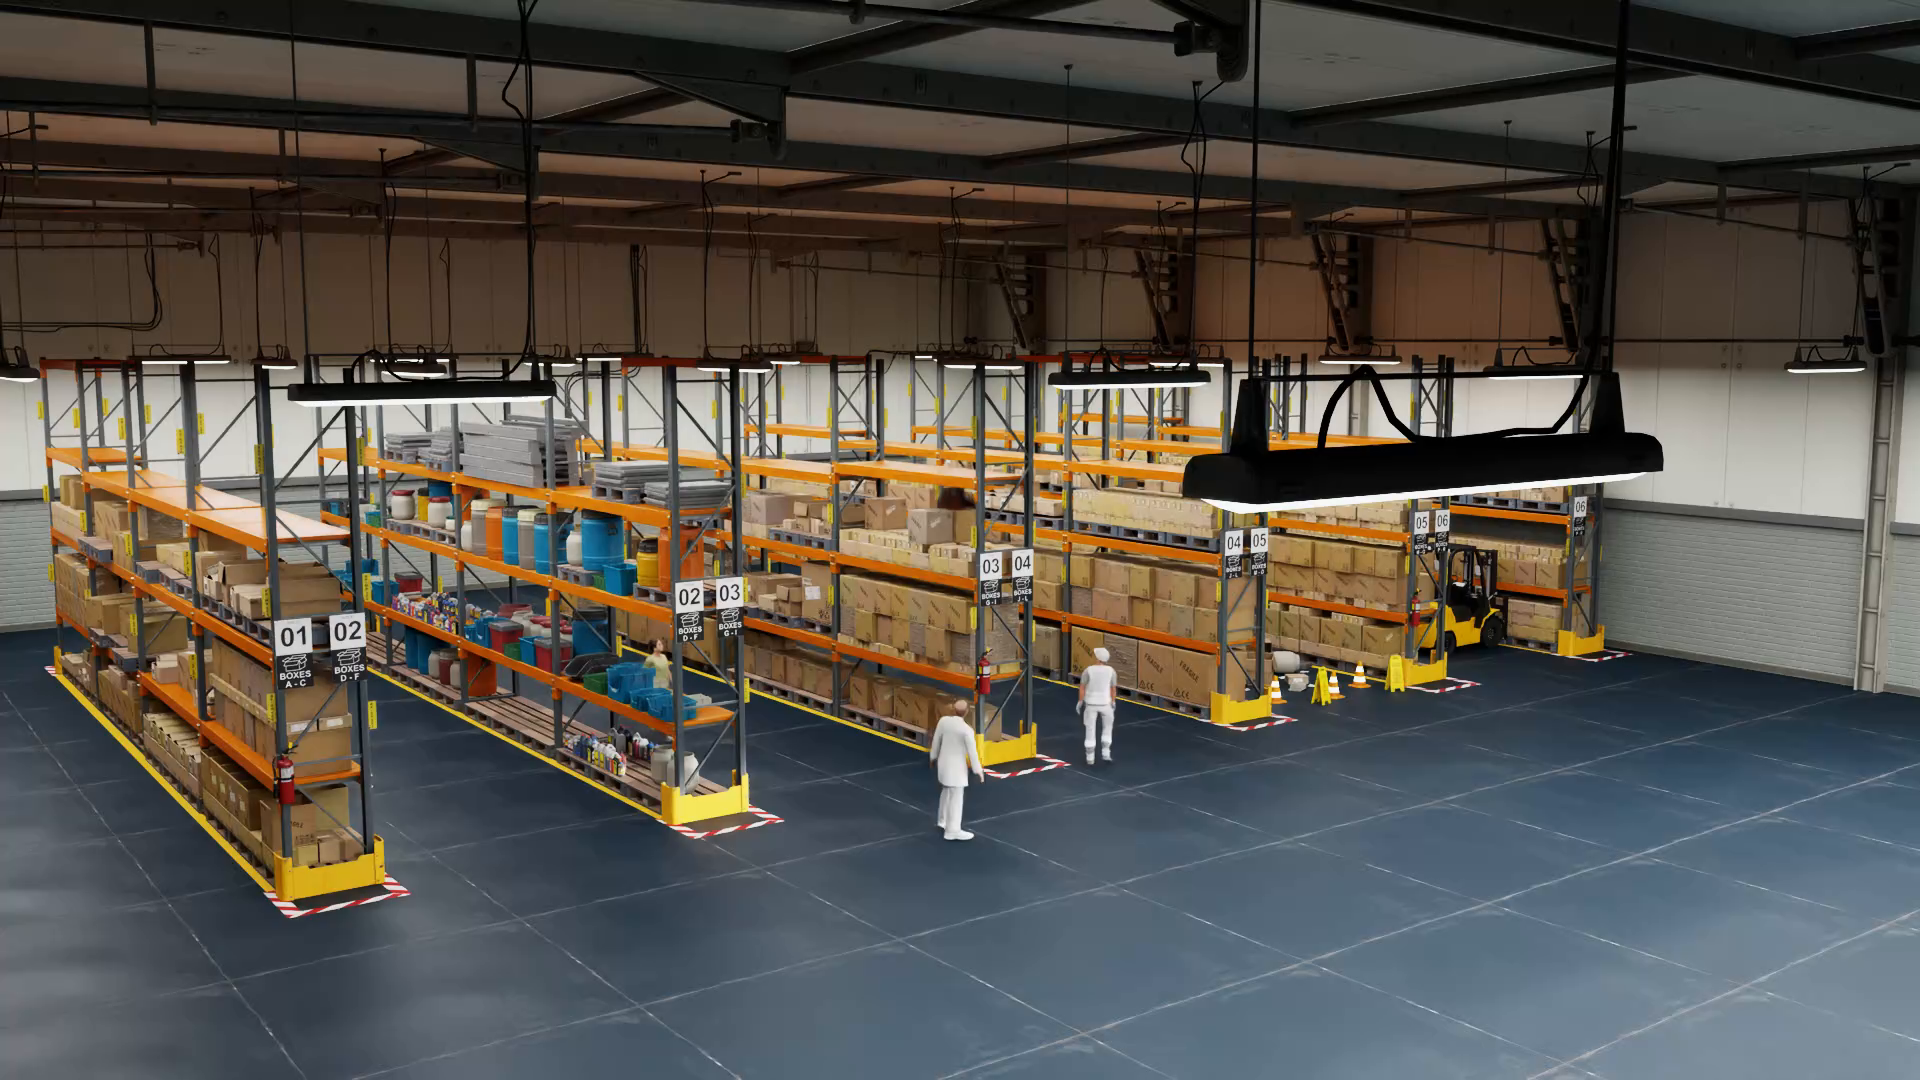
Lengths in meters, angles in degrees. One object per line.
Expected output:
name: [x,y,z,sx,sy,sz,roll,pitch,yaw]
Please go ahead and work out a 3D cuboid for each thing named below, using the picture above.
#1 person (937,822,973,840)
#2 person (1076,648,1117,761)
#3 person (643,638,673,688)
person: [-0.088,3.088,21.297,0.494,1.480,0.688,-6,9,-39]
person: [2.042,2.437,24.866,0.603,1.716,0.417,1,7,5]
person: [-4.788,2.033,26.435,0.587,0.959,0.359,-6,9,-40]
